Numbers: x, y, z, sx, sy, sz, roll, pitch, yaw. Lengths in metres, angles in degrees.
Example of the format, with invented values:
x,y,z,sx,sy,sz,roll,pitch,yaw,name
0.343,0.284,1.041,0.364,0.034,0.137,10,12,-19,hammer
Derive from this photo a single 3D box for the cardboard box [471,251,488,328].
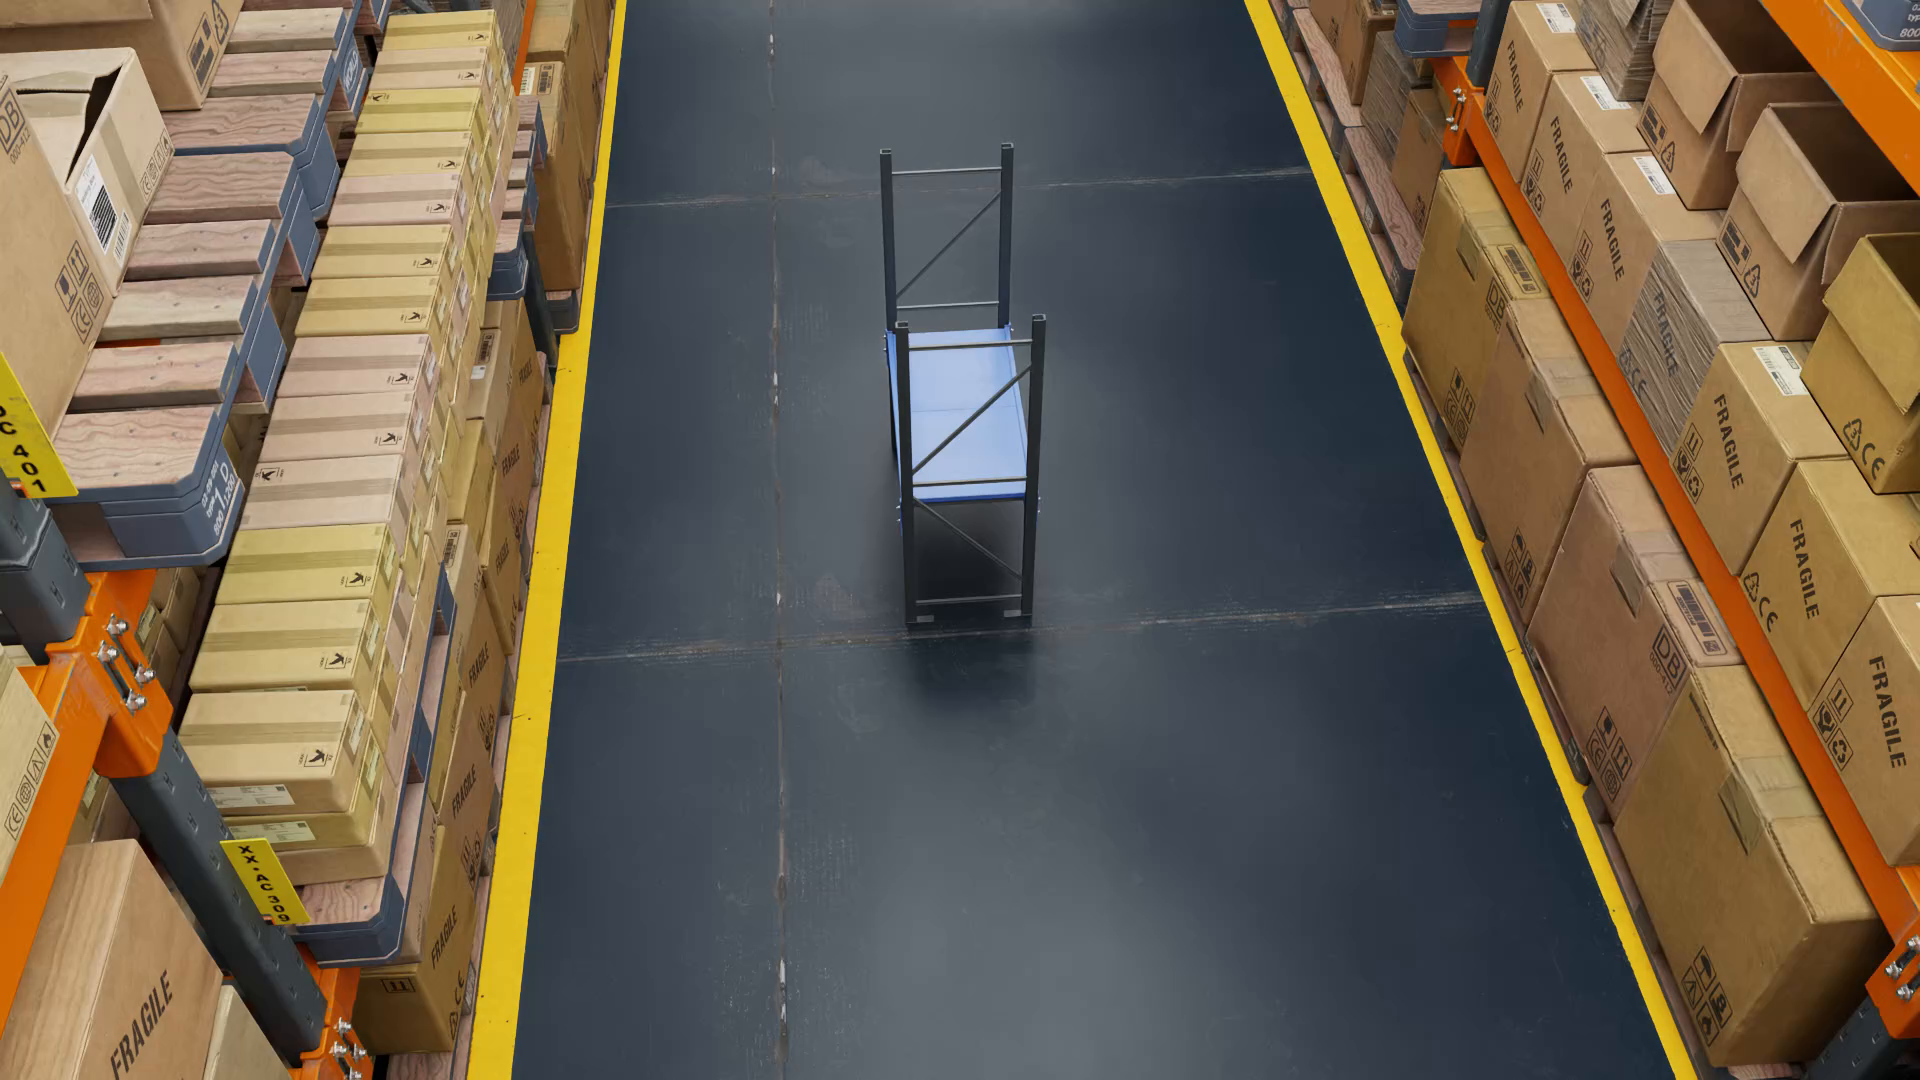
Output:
x,y,z,sx,sy,sz,roll,pitch,yaw,name
-1.770,-0.817,5.478,0.380,0.149,0.250,-5,47,-5,cardboard box

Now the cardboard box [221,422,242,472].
x,y,z,sx,sy,sz,roll,pitch,yaw,name
-2.359,-0.210,4.903,0.380,0.149,0.250,-2,47,-2,cardboard box

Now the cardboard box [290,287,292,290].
x,y,z,sx,sy,sz,roll,pitch,yaw,name
-2.446,-0.966,5.619,0.380,0.149,0.250,-2,47,-1,cardboard box

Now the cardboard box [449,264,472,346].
x,y,z,sx,sy,sz,roll,pitch,yaw,name
-1.746,-0.726,5.187,0.380,0.149,0.250,-2,47,-2,cardboard box

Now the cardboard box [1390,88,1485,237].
x,y,z,sx,sy,sz,roll,pitch,yaw,name
2.524,-1.832,7.974,0.700,0.500,0.500,-6,47,-5,cardboard box

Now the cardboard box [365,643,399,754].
x,y,z,sx,sy,sz,roll,pitch,yaw,name
-1.615,0.405,4.116,0.380,0.149,0.250,-4,47,-4,cardboard box

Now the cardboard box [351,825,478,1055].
x,y,z,sx,sy,sz,roll,pitch,yaw,name
-1.814,1.230,5.088,0.500,0.500,0.500,-2,47,-2,cardboard box

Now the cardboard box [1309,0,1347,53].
x,y,z,sx,sy,sz,roll,pitch,yaw,name
2.363,-3.046,9.124,0.700,0.500,0.500,-7,47,-7,cardboard box

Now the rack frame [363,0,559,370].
x,y,z,sx,sy,sz,roll,pitch,yaw,name
-2.351,-1.829,6.552,1.000,3.000,0.127,-3,47,-3,rack frame

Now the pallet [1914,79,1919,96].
x,y,z,sx,sy,sz,roll,pitch,yaw,name
2.809,-0.789,3.633,0.805,0.209,1.217,-5,47,-5,pallet

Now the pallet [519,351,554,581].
x,y,z,sx,sy,sz,roll,pitch,yaw,name
-2.287,-0.304,7.029,1.003,0.211,1.213,-3,47,-3,pallet

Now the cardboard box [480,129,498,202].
x,y,z,sx,sy,sz,roll,pitch,yaw,name
-1.808,-1.276,5.708,0.380,0.149,0.250,-2,47,-2,cardboard box

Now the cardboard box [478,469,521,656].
x,y,z,sx,sy,sz,roll,pitch,yaw,name
-1.936,0.104,6.154,0.500,0.500,0.500,-5,47,-5,cardboard box

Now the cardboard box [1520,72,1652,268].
x,y,z,sx,sy,sz,roll,pitch,yaw,name
2.415,-1.350,6.030,0.500,0.500,0.500,-5,47,-4,cardboard box

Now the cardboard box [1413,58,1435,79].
x,y,z,sx,sy,sz,roll,pitch,yaw,name
2.459,-2.473,8.064,0.500,0.250,0.500,1,47,1,cardboard box

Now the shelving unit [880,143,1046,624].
x,y,z,sx,sy,sz,roll,pitch,yaw,name
-0.007,-0.577,6.400,0.538,1.500,1.048,-3,47,-3,shelving unit

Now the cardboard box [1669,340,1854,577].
x,y,z,sx,sy,sz,roll,pitch,yaw,name
2.538,-0.255,4.993,0.500,0.500,0.500,-4,47,-4,cardboard box

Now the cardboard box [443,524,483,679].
x,y,z,sx,sy,sz,roll,pitch,yaw,name
-1.900,0.218,5.530,0.500,0.250,0.500,-2,47,-2,cardboard box

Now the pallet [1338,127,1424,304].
x,y,z,sx,sy,sz,roll,pitch,yaw,name
2.536,-1.663,8.317,1.003,0.211,1.213,-3,47,-3,pallet

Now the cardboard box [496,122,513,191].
x,y,z,sx,sy,sz,roll,pitch,yaw,name
-1.833,-1.378,6.009,0.380,0.149,0.250,-4,47,-3,cardboard box

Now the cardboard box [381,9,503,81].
x,y,z,sx,sy,sz,roll,pitch,yaw,name
-1.853,-1.764,5.966,0.380,0.149,0.250,-5,47,-5,cardboard box

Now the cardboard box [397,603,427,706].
x,y,z,sx,sy,sz,roll,pitch,yaw,name
-1.637,0.313,4.408,0.380,0.149,0.250,-3,47,-3,cardboard box

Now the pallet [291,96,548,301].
x,y,z,sx,sy,sz,roll,pitch,yaw,name
-2.186,-1.253,6.140,1.213,0.211,1.003,-3,47,-3,pallet

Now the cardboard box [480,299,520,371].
x,y,z,sx,sy,sz,roll,pitch,yaw,name
-2.033,-0.892,6.582,0.500,0.250,0.500,-4,47,-4,cardboard box

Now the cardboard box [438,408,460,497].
x,y,z,sx,sy,sz,roll,pitch,yaw,name
-1.706,-0.250,4.941,0.380,0.149,0.250,-4,47,-4,cardboard box

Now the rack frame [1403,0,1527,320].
x,y,z,sx,sy,sz,roll,pitch,yaw,name
2.600,-2.057,6.769,1.000,3.000,0.127,-3,47,-3,rack frame

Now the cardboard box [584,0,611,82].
x,y,z,sx,sy,sz,roll,pitch,yaw,name
-2.468,-2.952,8.876,1.050,0.750,0.750,-3,47,-3,cardboard box

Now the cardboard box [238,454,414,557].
x,y,z,sx,sy,sz,roll,pitch,yaw,name
-1.658,-0.078,4.368,0.380,0.149,0.250,-4,47,-4,cardboard box

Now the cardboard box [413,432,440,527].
x,y,z,sx,sy,sz,roll,pitch,yaw,name
-1.684,-0.165,4.656,0.380,0.149,0.250,-2,47,-2,cardboard box

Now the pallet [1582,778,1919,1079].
x,y,z,sx,sy,sz,roll,pitch,yaw,name
2.795,1.242,5.565,1.003,0.211,1.213,-3,47,-3,pallet

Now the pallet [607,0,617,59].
x,y,z,sx,sy,sz,roll,pitch,yaw,name
-2.547,-3.210,9.781,1.003,0.211,1.213,-3,47,-3,pallet

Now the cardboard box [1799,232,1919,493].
x,y,z,sx,sy,sz,roll,pitch,yaw,name
2.827,-0.501,4.535,0.797,0.503,0.637,-3,47,-3,cardboard box

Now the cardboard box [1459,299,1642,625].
x,y,z,sx,sy,sz,roll,pitch,yaw,name
2.704,-0.325,6.302,1.225,0.875,0.875,-3,47,-3,cardboard box

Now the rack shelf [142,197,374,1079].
x,y,z,sx,sy,sz,roll,pitch,yaw,name
-2.184,-0.134,5.443,1.077,0.370,4.000,-3,47,-3,rack shelf

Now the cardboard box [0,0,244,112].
x,y,z,sx,sy,sz,roll,pitch,yaw,name
-2.015,-1.271,3.598,0.797,0.503,0.637,-4,47,-4,cardboard box

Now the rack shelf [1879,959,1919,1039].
x,y,z,sx,sy,sz,roll,pitch,yaw,name
3.102,2.532,2.918,1.077,0.370,4.000,-3,47,-3,rack shelf

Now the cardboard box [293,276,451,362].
x,y,z,sx,sy,sz,roll,pitch,yaw,name
-1.727,-0.640,4.901,0.380,0.149,0.250,-2,47,-2,cardboard box

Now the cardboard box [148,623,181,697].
x,y,z,sx,sy,sz,roll,pitch,yaw,name
-2.288,0.364,4.360,0.380,0.149,0.250,-4,47,-3,cardboard box

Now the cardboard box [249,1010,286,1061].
x,y,z,sx,sy,sz,roll,pitch,yaw,name
-2.330,1.260,5.059,0.500,0.500,0.500,-4,47,-4,cardboard box

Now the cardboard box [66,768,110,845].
x,y,z,sx,sy,sz,roll,pitch,yaw,name
-2.247,0.629,3.903,0.380,0.149,0.250,-2,47,-2,cardboard box

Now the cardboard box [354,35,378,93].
x,y,z,sx,sy,sz,roll,pitch,yaw,name
-2.657,-2.172,6.809,0.500,0.500,0.500,-3,47,-3,cardboard box

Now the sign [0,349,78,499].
x,y,z,sx,sy,sz,roll,pitch,yaw,name
-1.476,-0.182,2.571,0.100,0.325,0.005,-3,47,-3,sign

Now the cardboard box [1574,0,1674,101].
x,y,z,sx,sy,sz,roll,pitch,yaw,name
2.645,-1.906,5.866,0.797,0.503,0.637,-2,47,-2,cardboard box

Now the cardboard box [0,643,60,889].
x,y,z,sx,sy,sz,roll,pitch,yaw,name
-1.706,0.424,2.456,0.500,0.250,0.500,-2,47,-2,cardboard box

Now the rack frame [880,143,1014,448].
x,y,z,sx,sy,sz,roll,pitch,yaw,name
-0.050,-0.945,6.749,0.500,1.500,0.032,-3,47,-3,rack frame

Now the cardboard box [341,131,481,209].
x,y,z,sx,sy,sz,roll,pitch,yaw,name
-1.787,-1.200,5.431,0.380,0.149,0.250,-2,47,-2,cardboard box

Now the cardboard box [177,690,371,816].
x,y,z,sx,sy,sz,roll,pitch,yaw,name
-1.591,0.490,3.831,0.380,0.149,0.250,-1,47,-1,cardboard box
